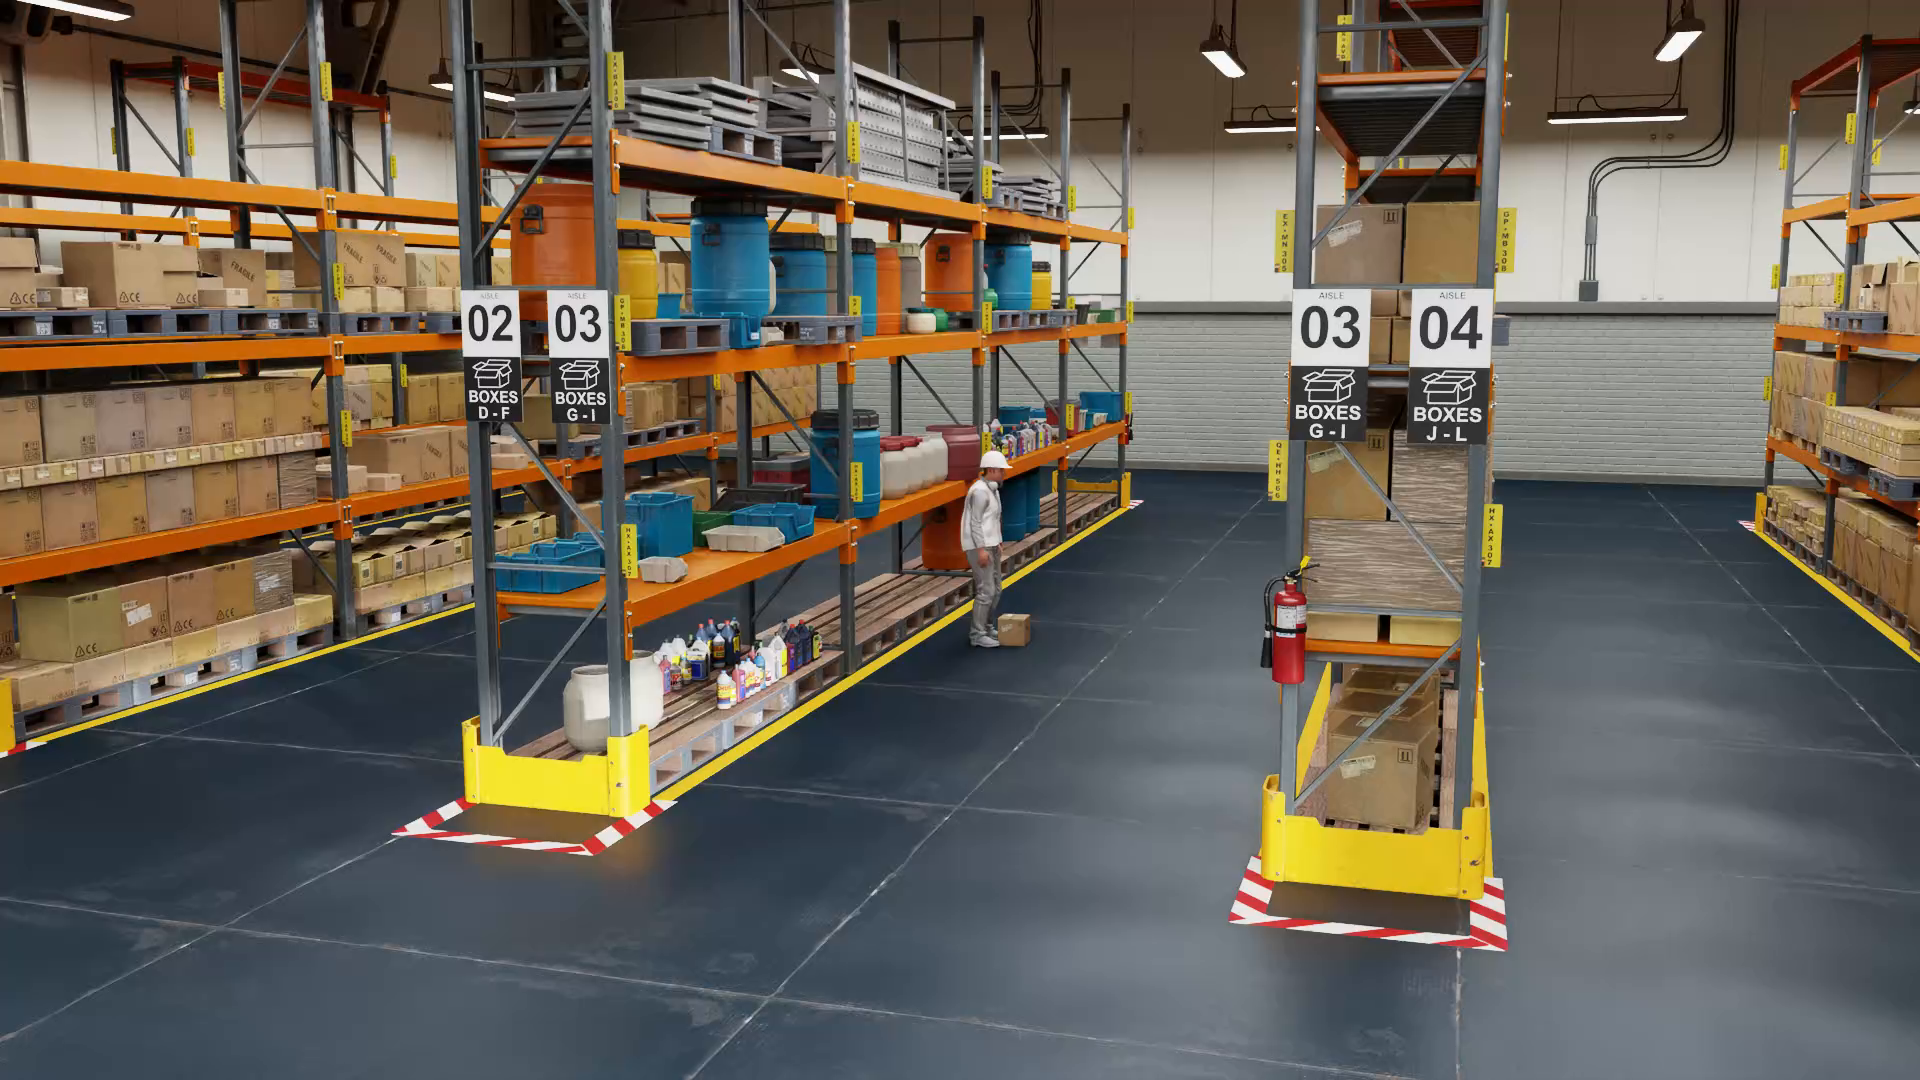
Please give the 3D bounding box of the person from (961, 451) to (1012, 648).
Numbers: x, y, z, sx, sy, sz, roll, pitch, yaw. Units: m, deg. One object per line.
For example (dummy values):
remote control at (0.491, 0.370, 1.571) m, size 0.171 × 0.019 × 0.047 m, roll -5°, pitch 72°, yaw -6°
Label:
person at (0.243, 0.067, 15.275) m, size 0.461 × 1.771 × 0.580 m, roll 2°, pitch 9°, yaw 16°
